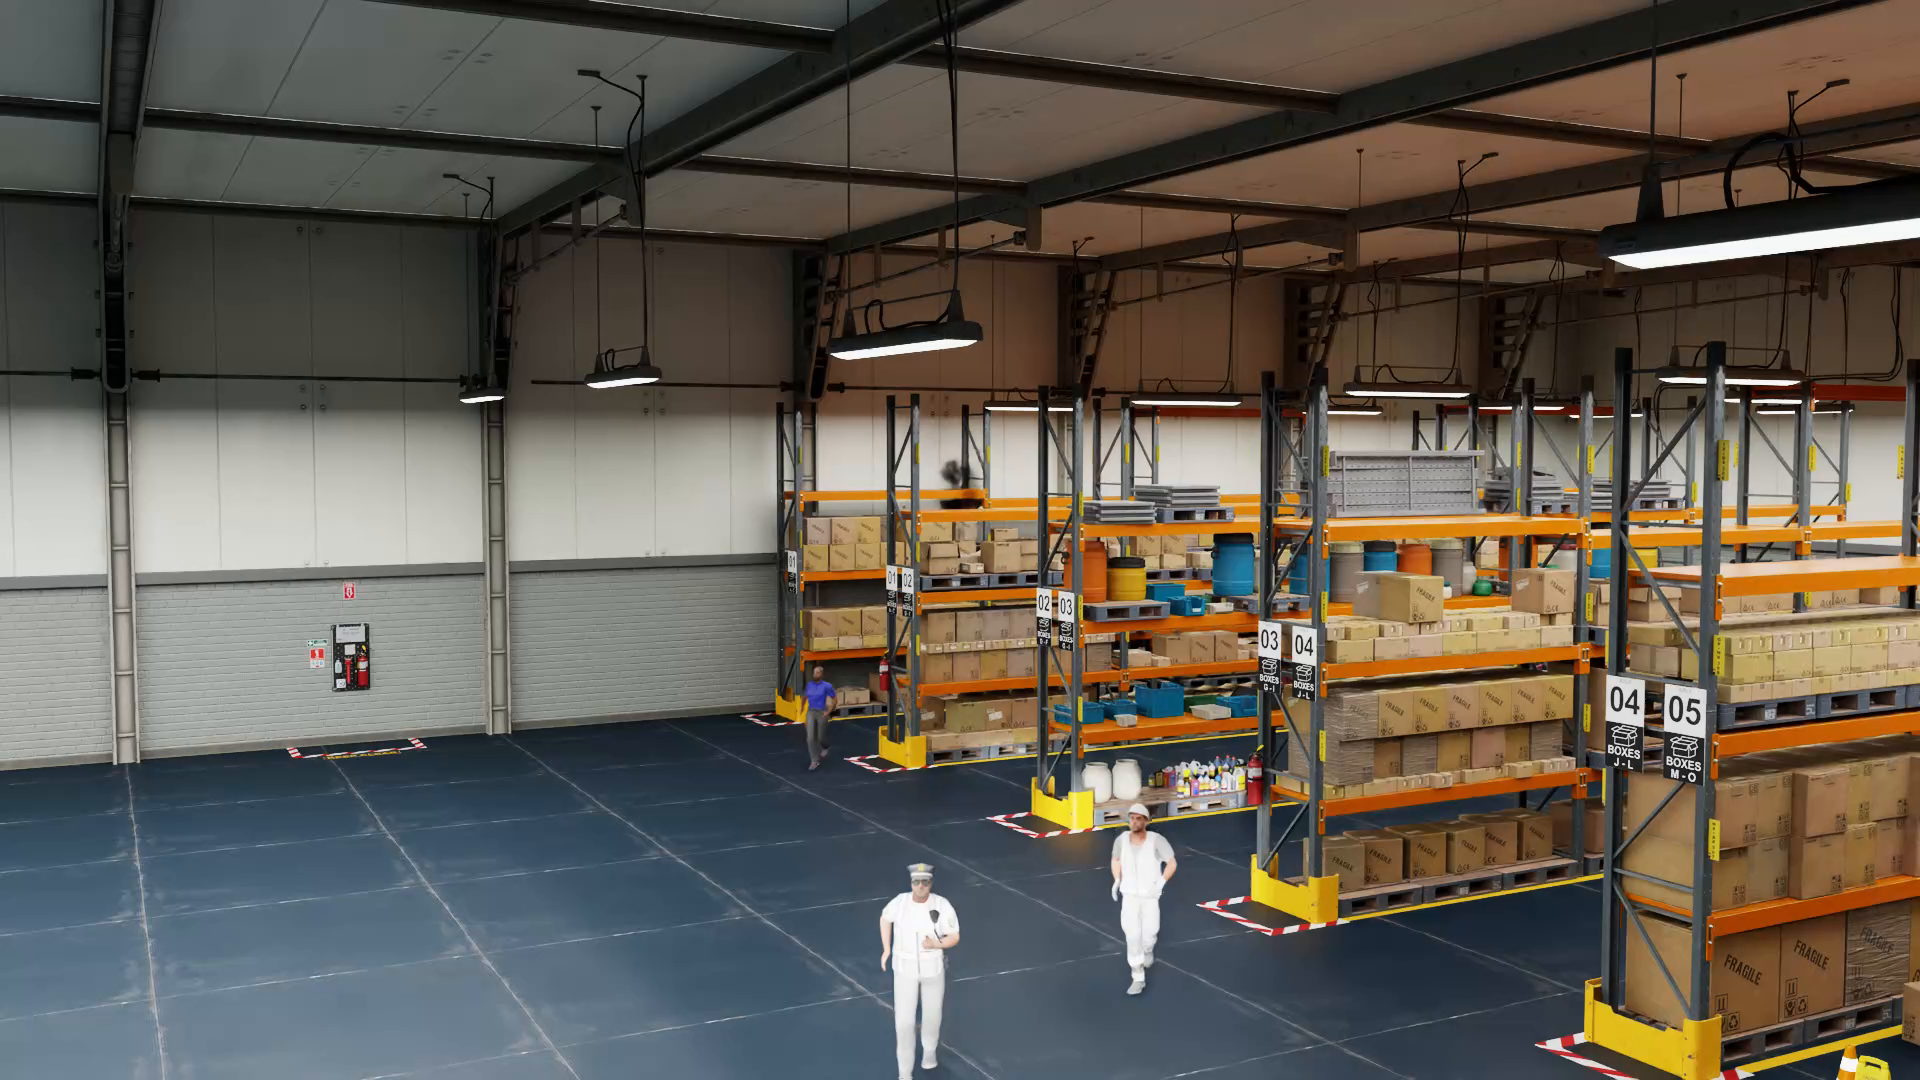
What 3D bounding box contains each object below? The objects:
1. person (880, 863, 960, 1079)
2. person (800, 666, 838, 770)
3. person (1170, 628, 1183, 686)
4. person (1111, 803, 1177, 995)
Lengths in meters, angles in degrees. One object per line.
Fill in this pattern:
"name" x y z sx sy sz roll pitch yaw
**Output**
"person" -0.325 3.523 13.469 0.638 1.856 0.778 0 3 -3
"person" -2.280 2.855 26.852 0.624 1.649 0.693 1 3 12
"person" 4.218 2.533 32.364 0.751 1.645 0.522 -2 4 -36
"person" 1.742 3.392 15.908 0.650 1.766 0.707 1 3 19
